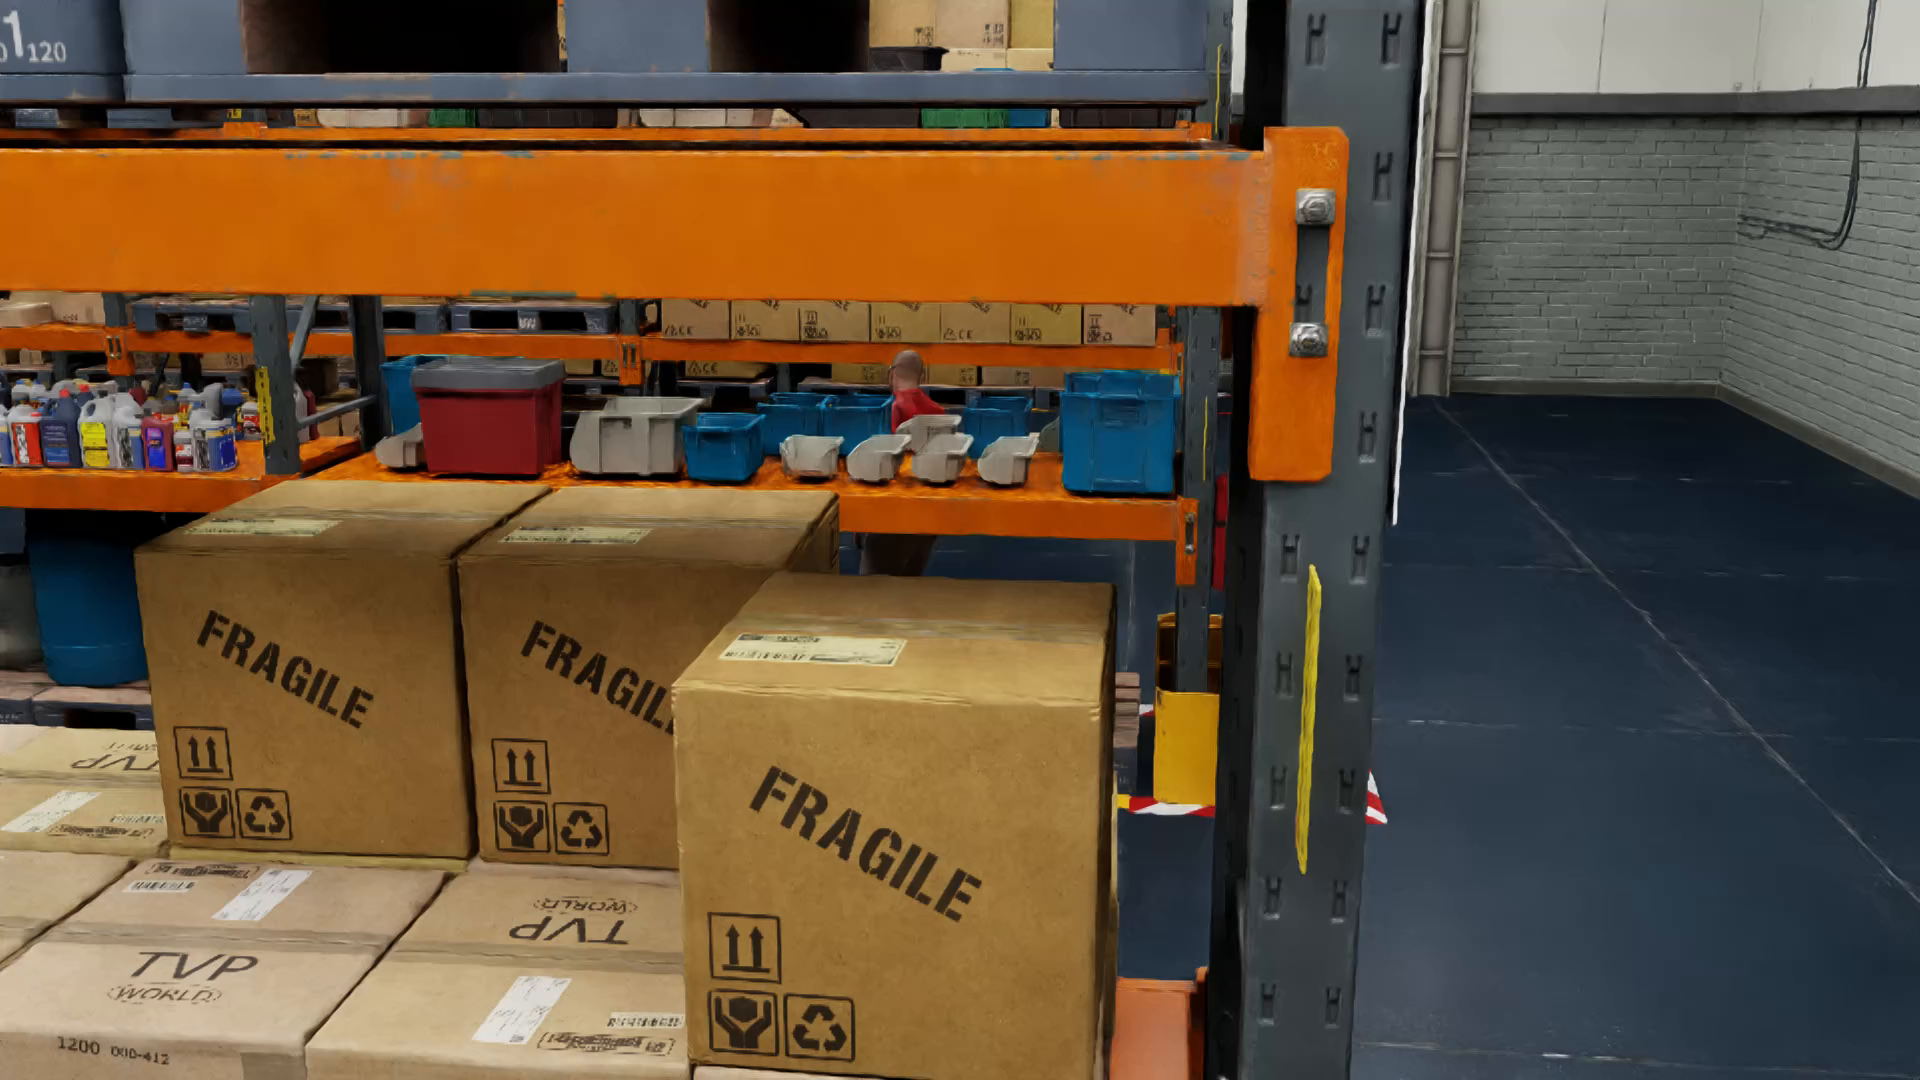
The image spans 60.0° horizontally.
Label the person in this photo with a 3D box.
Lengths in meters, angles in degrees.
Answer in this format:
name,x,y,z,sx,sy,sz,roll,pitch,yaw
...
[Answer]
name,x,y,z,sx,sy,sz,roll,pitch,yaw
person,-0.236,-0.093,8.433,0.721,1.692,0.592,9,17,33
